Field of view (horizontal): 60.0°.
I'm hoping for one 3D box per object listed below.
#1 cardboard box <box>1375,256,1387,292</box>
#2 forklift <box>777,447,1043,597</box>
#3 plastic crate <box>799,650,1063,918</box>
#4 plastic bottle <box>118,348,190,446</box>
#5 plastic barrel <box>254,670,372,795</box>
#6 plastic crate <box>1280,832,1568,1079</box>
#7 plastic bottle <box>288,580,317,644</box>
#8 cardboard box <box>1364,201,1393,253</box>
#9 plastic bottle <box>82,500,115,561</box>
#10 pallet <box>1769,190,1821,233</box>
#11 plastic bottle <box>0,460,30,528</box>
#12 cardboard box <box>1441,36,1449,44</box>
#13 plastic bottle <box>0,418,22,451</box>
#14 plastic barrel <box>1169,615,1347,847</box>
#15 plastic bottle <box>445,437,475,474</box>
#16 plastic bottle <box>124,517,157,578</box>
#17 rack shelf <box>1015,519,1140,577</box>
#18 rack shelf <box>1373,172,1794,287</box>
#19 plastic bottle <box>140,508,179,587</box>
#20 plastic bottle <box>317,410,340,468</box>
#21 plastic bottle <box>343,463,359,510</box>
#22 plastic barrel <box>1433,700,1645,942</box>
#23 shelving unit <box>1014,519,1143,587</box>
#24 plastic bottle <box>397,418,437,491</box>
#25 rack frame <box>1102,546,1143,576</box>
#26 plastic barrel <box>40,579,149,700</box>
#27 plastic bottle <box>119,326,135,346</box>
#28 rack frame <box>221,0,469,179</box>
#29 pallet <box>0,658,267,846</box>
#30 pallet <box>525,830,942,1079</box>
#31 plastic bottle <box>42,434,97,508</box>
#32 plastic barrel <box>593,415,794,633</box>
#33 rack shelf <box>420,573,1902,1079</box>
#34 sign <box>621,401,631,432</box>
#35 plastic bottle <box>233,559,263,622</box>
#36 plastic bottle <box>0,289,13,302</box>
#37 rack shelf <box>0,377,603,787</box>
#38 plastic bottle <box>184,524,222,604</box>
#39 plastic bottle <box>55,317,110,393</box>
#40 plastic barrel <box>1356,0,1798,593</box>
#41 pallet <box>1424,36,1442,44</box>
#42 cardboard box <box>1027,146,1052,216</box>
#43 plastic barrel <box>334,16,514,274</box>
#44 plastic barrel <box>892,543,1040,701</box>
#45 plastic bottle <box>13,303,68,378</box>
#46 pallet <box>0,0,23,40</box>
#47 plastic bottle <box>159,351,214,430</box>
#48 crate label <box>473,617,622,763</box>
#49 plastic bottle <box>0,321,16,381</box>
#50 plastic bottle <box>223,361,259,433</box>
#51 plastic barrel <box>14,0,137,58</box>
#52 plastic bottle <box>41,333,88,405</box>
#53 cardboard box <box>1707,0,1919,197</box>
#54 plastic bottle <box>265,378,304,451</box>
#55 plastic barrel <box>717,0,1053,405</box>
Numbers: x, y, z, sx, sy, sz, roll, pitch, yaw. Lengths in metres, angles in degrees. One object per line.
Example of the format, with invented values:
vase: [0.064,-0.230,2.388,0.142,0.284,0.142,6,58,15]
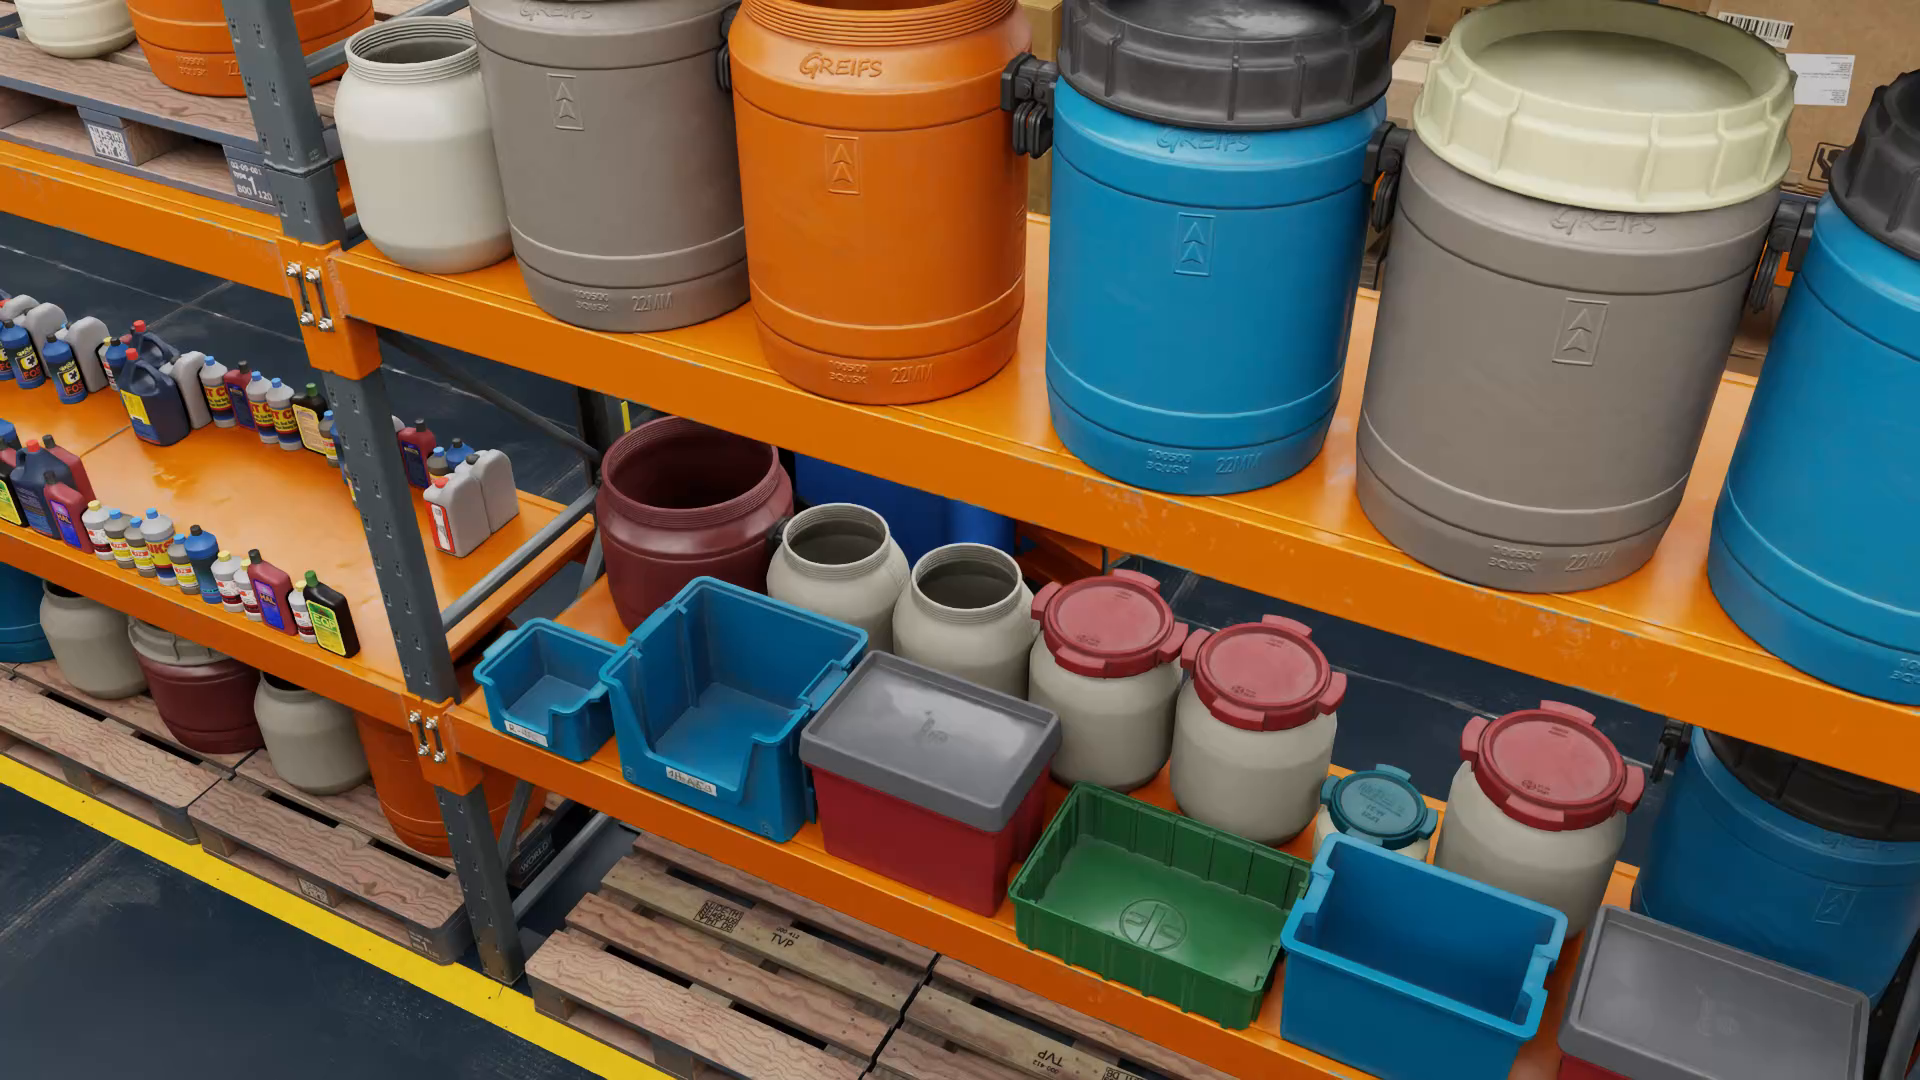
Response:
cardboard box: [2.520,-1.301,8.687,0.500,0.500,0.700,21,42,25]
forklift: [-0.675,-1.541,7.356,1.130,2.935,3.031,-30,46,-33]
plastic crate: [-0.073,0.649,4.362,0.583,0.464,0.402,17,41,21]
plastic bottle: [-2.925,-0.527,6.004,0.185,0.351,0.144,17,41,21]
plastic barrel: [-2.352,0.648,6.125,0.421,0.512,0.421,0,37,0]
plastic crate: [1.062,1.039,3.913,0.575,0.384,0.392,17,41,21]
plastic bottle: [-2.017,0.214,5.151,0.097,0.201,0.097,0,37,0]
cardboard box: [1.995,-1.765,8.677,0.500,0.250,0.500,22,42,26]
plastic bottle: [-2.827,-0.039,5.485,0.097,0.201,0.097,0,37,0]
pallet: [3.851,-1.701,7.668,1.213,0.211,1.003,17,41,21]
plastic bottle: [-3.220,-0.183,5.606,0.133,0.283,0.061,17,41,21]
cardboard box: [2.516,-2.394,8.186,0.258,0.266,0.396,16,40,20]
plastic bottle: [-3.326,-0.321,5.799,0.097,0.271,0.097,0,37,0]
plastic barrel: [0.785,0.531,4.457,0.433,0.535,0.433,0,37,0]
plastic bottle: [-1.693,-0.229,5.677,0.097,0.271,0.097,0,37,0]
plastic bottle: [-2.654,0.015,5.414,0.097,0.201,0.097,0,37,0]
rack shelf: [0.486,0.019,6.844,0.258,0.148,0.480,-30,46,-33]
rack shelf: [2.687,-1.756,8.177,4.000,0.370,1.077,17,41,21]
plastic bottle: [-2.567,0.014,5.357,0.097,0.271,0.097,0,37,0]
plastic bottle: [-2.222,-0.367,5.917,0.097,0.201,0.097,0,37,0]
plastic bottle: [-2.054,-0.211,5.711,0.097,0.201,0.097,0,37,0]
plastic barrel: [1.436,0.735,4.189,0.433,0.535,0.433,0,37,0]
shelving unit: [0.486,-0.035,6.803,0.258,1.200,0.503,-30,46,-33]
plastic bottle: [-1.874,-0.303,5.764,0.133,0.283,0.061,17,41,21]
rack frame: [0.654,0.073,6.662,0.240,1.200,0.015,-30,46,-33]
plastic barrel: [-3.355,0.334,6.539,0.421,0.512,0.421,0,37,0]
plastic bottle: [-3.096,-0.686,6.269,0.133,0.283,0.061,17,41,21]
rack frame: [-1.367,-2.329,3.375,0.127,3.000,1.000,17,41,21]
pallet: [-3.166,0.635,6.739,1.213,0.211,1.003,17,41,21]
pallet: [-0.697,1.408,5.721,1.213,0.211,1.003,17,41,21]
plastic bottle: [-3.035,-0.223,5.659,0.133,0.283,0.061,17,41,21]
plastic barrel: [-0.816,-0.027,5.192,0.708,0.536,0.600,17,41,21]
rack shelf: [0.409,0.903,4.674,4.000,0.370,1.077,17,41,21]
sign: [-1.120,-0.302,5.532,0.005,0.325,0.100,17,41,21]
plastic bottle: [-2.222,0.150,5.235,0.097,0.201,0.097,0,37,0]
plastic bottle: [-3.788,-0.901,6.496,0.185,0.351,0.144,17,41,21]
rack shelf: [-3.143,-0.209,6.139,4.000,0.370,1.077,17,41,21]
plastic bottle: [-2.394,0.068,5.286,0.097,0.271,0.097,0,37,0]
plastic bottle: [-3.323,-0.722,6.323,0.135,0.276,0.152,17,41,21]
plastic barrel: [1.053,-0.428,2.938,0.600,0.901,0.600,0,37,0]
pallet: [3.947,-3.863,12.665,1.213,0.211,1.003,17,41,21]
cardboard box: [0.307,-2.123,9.475,0.875,0.875,1.225,16,40,19]
plastic barrel: [-1.232,-0.928,3.918,0.421,0.512,0.421,0,37,0]
plastic barrel: [0.019,0.305,4.775,0.421,0.512,0.421,0,37,0]
plastic bottle: [-3.529,-0.787,6.408,0.135,0.276,0.152,17,41,21]
pallet: [-3.170,-1.692,5.173,1.213,0.211,1.003,17,41,21]
plastic bottle: [-2.834,-0.569,6.122,0.135,0.276,0.152,17,41,21]
crate label: [-1.165,0.446,4.820,0.416,0.233,0.303,17,41,21]
plastic bottle: [-3.689,-0.750,6.364,0.097,0.271,0.097,0,37,0]
plastic bottle: [-2.608,-0.533,6.067,0.133,0.283,0.061,17,41,21]
plastic barrel: [-2.387,-1.466,4.486,0.301,0.262,0.301,0,37,0]
plastic bottle: [-3.364,-0.648,6.230,0.097,0.271,0.097,0,37,0]
cardboard box: [3.821,-2.189,7.309,1.000,1.000,1.000,18,41,22]
plastic bottle: [-2.427,-0.459,5.980,0.097,0.271,0.097,0,37,0]
plastic barrel: [-0.157,-0.778,3.459,0.708,0.830,0.600,17,41,21]
